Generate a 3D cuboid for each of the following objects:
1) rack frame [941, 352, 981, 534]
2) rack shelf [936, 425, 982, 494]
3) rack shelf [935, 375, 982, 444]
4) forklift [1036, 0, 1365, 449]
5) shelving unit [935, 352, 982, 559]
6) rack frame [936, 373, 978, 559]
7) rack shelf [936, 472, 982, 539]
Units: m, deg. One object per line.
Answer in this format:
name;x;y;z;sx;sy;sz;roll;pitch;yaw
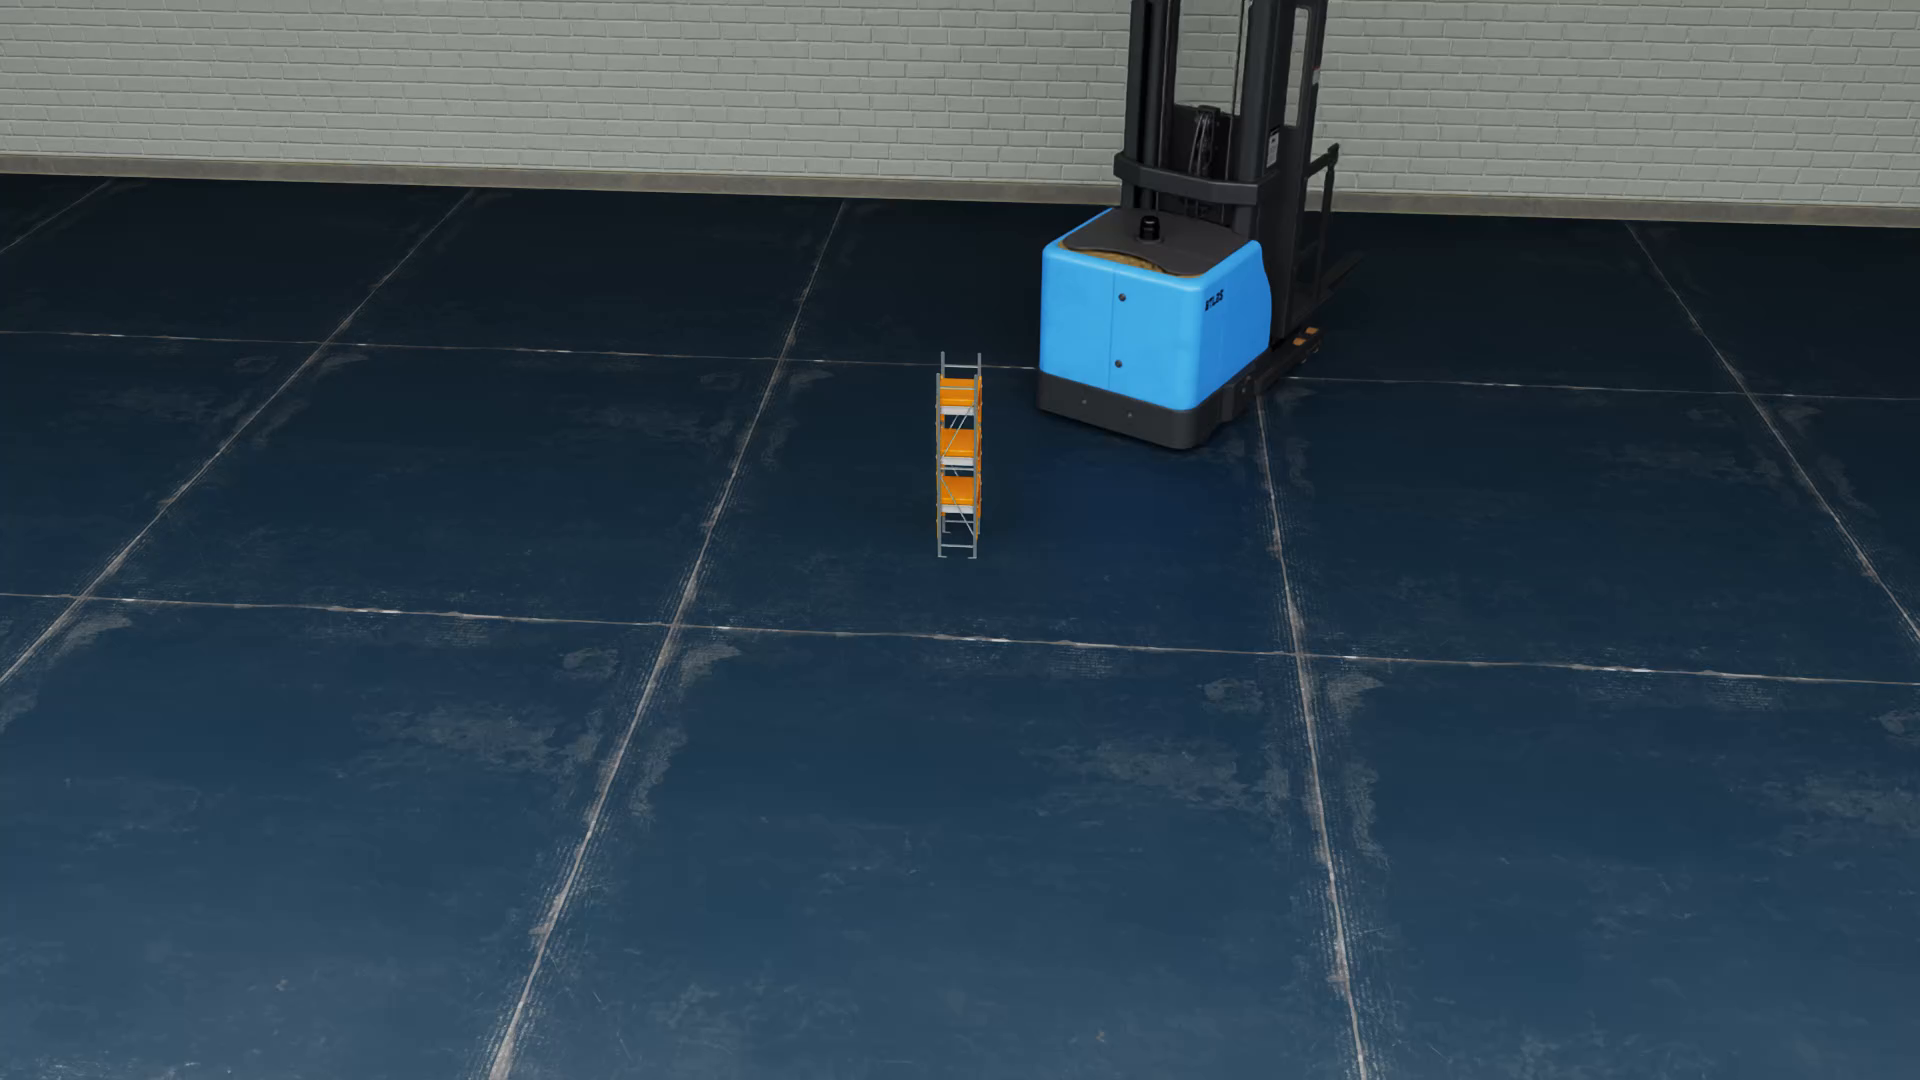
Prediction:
rack frame;0.006;-0.483;8.533;0.200;1.050;0.008;2;32;4
rack shelf;-0.004;-0.410;8.435;0.215;0.259;0.240;2;32;4
rack shelf;-0.004;-0.652;8.286;0.215;0.259;0.240;2;32;4
forklift;1.692;-2.492;10.001;1.130;2.935;3.031;19;37;28
shelving unit;-0.004;-0.419;8.429;0.215;1.050;0.252;2;32;4
rack frame;-0.014;-0.355;8.326;0.200;1.050;0.008;2;32;4
rack shelf;-0.004;-0.173;8.581;0.215;0.259;0.240;2;32;4
